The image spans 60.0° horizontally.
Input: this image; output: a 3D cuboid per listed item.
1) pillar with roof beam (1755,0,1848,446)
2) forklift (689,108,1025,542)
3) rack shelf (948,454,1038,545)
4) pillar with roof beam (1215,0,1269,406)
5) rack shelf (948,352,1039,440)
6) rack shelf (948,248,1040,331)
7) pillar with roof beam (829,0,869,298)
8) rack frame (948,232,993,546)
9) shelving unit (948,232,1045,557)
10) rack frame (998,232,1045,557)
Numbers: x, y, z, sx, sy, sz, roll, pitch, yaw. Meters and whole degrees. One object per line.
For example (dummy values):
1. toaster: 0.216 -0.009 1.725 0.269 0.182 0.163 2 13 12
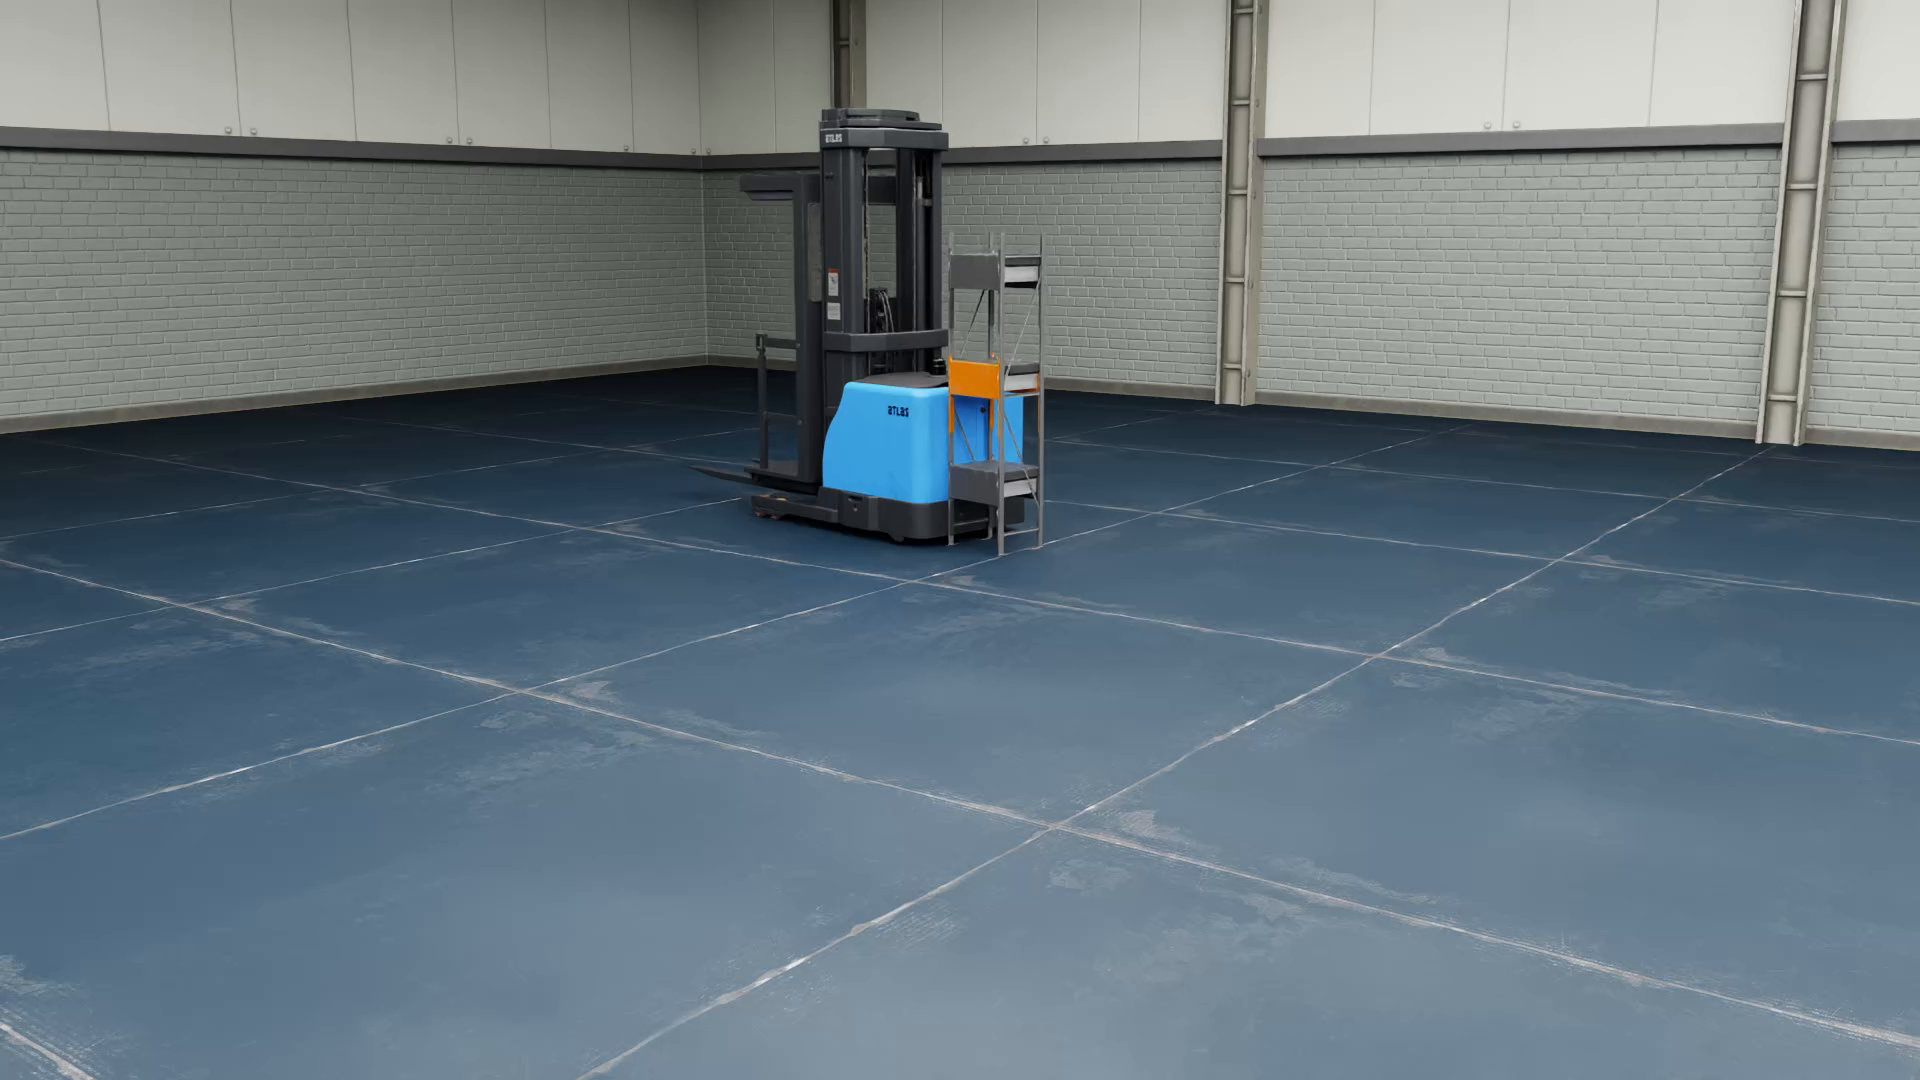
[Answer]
1. pillar with roof beam: 5.600 -4.725 12.263 0.400 9.000 9.100 8 13 36
2. forklift: -0.913 -1.644 12.312 1.130 2.935 3.031 -10 15 -42
3. rack shelf: 0.239 -0.279 11.199 0.431 0.518 0.480 -10 15 -42
4. pillar with roof beam: 0.764 -5.400 15.750 0.400 9.000 9.100 8 13 36
5. rack shelf: 0.239 -0.966 11.066 0.431 0.518 0.480 -10 15 -42
6. rack shelf: 0.239 -1.653 10.933 0.431 0.518 0.480 -10 15 -42
7. pillar with roof beam: -4.072 -6.074 19.237 0.400 9.000 9.100 8 13 36
8. rack frame: 0.073 -1.013 11.239 0.400 2.100 0.015 -10 15 -42
9. shelving unit: 0.239 -0.979 11.063 0.431 2.100 0.503 -10 15 -42
10. rack frame: 0.404 -0.945 10.887 0.400 2.100 0.015 -10 15 -42
